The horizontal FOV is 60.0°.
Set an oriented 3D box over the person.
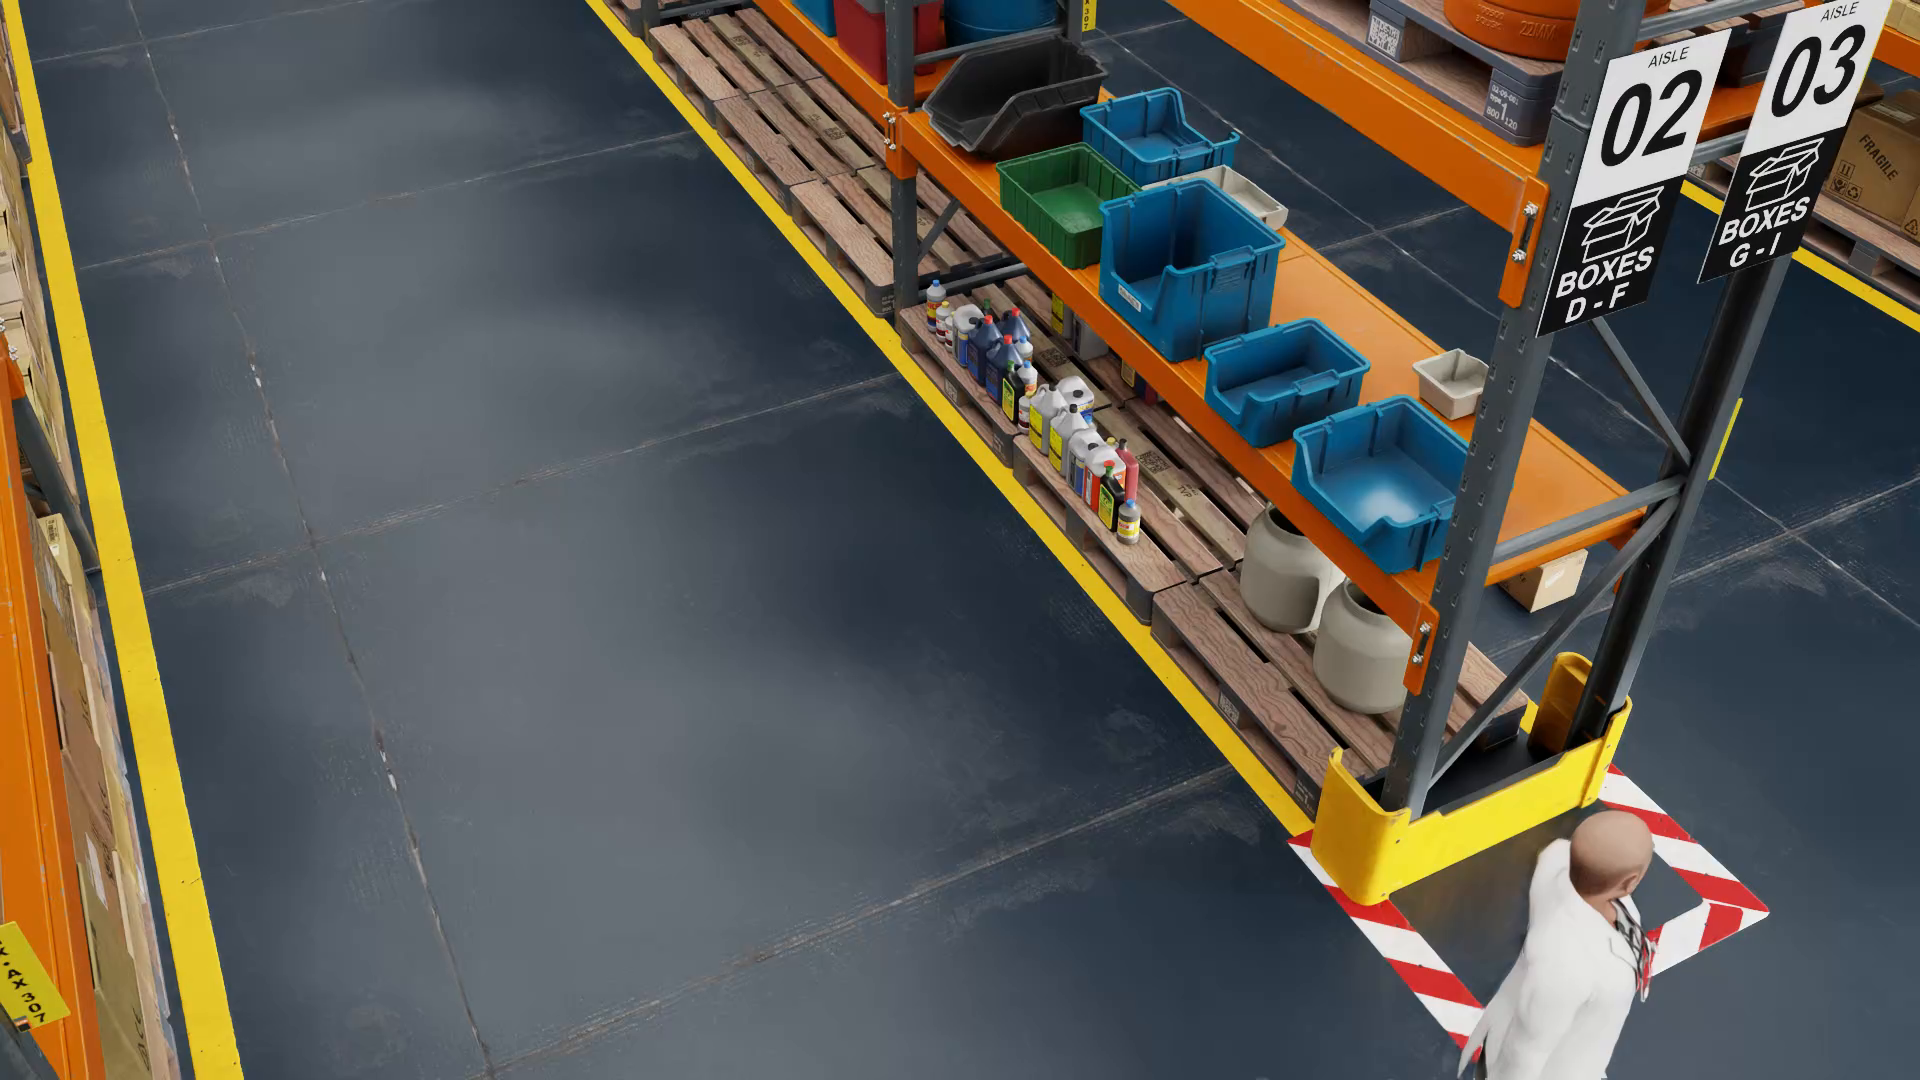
[{"bbox_3d":[1.598,1.392,4.553,0.978,1.737,0.621,11,42,12],"label":"person"}]
